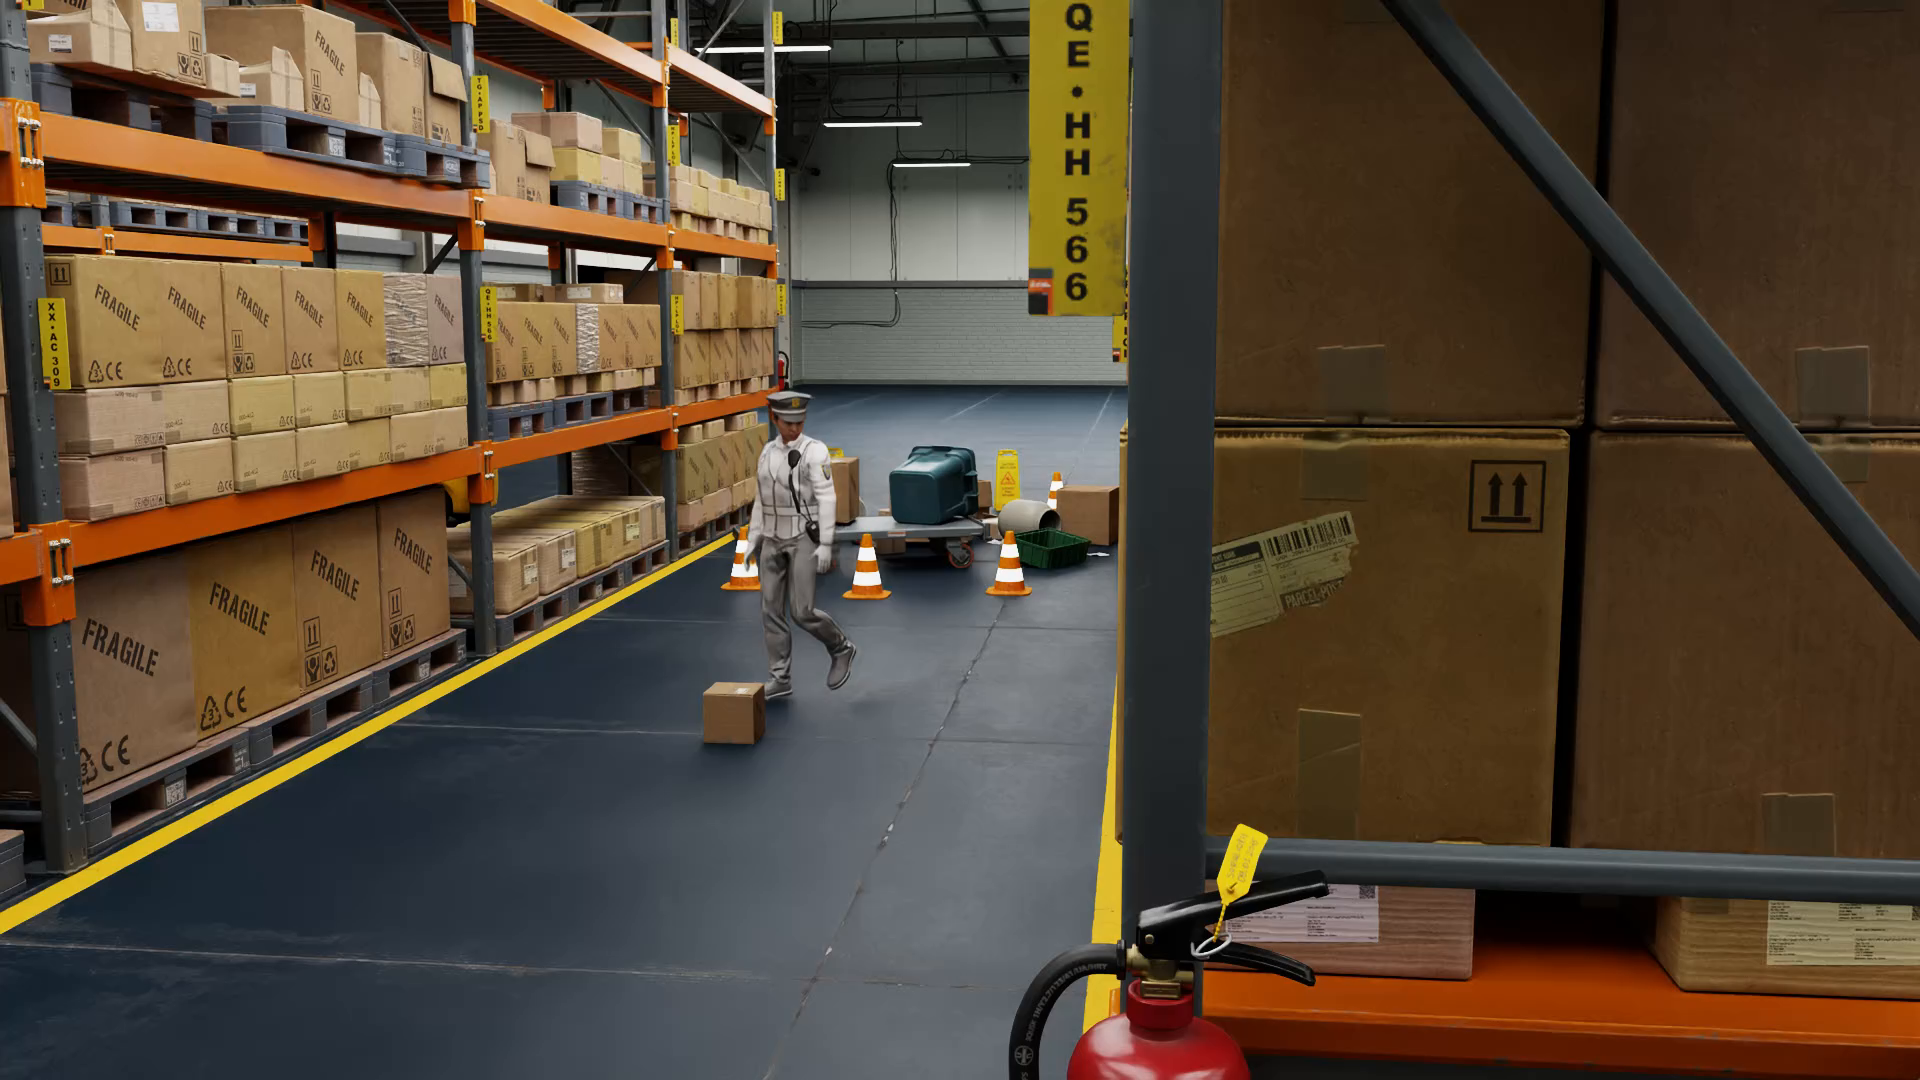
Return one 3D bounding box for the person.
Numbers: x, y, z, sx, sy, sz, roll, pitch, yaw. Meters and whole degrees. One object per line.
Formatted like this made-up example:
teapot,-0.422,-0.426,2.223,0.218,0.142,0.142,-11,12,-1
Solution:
person,-0.881,0.027,8.952,0.538,1.659,0.565,6,10,39
